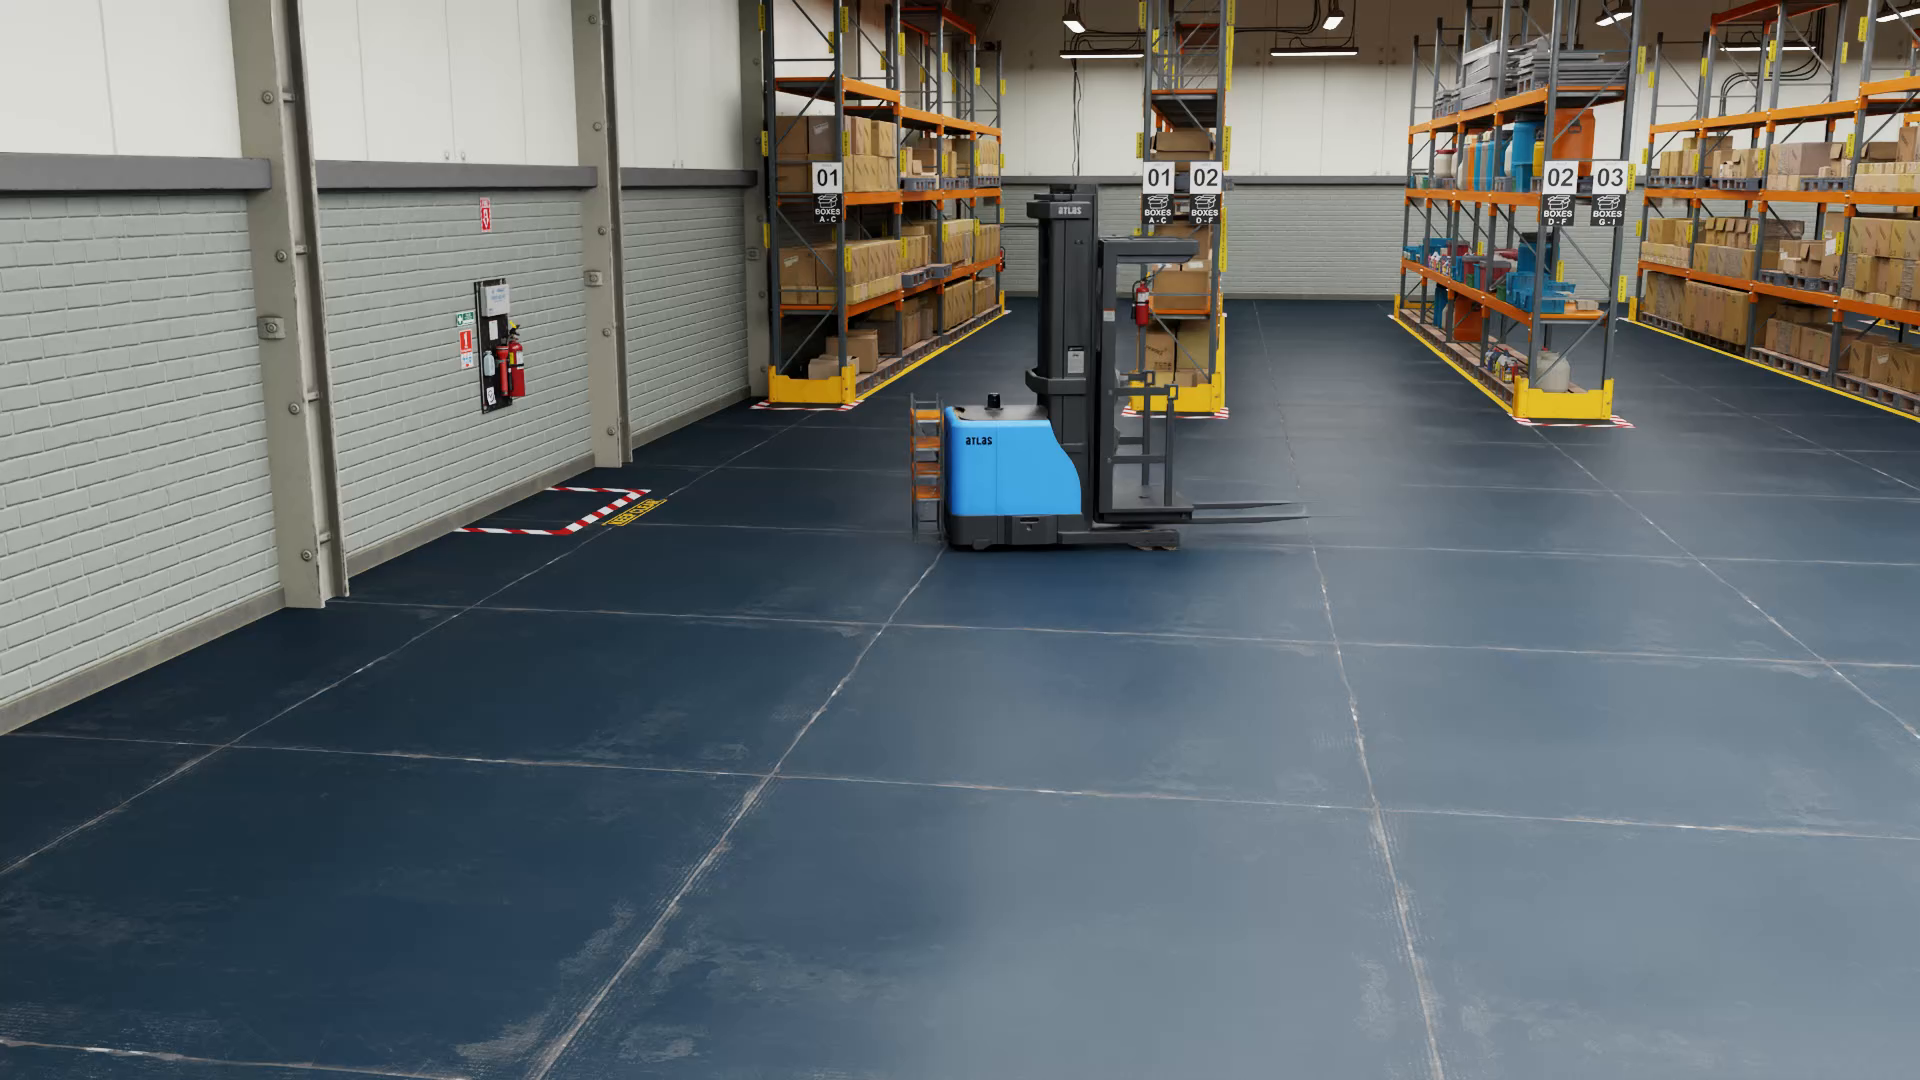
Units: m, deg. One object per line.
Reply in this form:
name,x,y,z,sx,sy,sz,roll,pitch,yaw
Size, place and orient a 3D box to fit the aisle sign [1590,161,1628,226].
aisle sign,8.025,-4.279,20.558,0.394,0.787,0.004,2,12,9

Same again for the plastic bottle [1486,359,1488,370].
plastic bottle,7.848,-2.618,24.619,0.097,0.201,0.097,0,12,0

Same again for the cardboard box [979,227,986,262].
cardboard box,0.020,-6.263,35.220,0.980,0.700,0.700,2,12,7

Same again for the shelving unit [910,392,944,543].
shelving unit,-0.278,-0.616,14.003,0.258,1.200,0.503,-1,12,-4

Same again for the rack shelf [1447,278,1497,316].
rack shelf,8.669,-3.930,26.817,1.077,0.370,4.000,2,12,9

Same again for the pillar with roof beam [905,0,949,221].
pillar with roof beam,3.310,-8.819,33.553,9.100,9.000,0.548,2,12,9

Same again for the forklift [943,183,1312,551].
forklift,1.393,-1.455,13.790,3.031,2.935,1.130,-1,12,-4

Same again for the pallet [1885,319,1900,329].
pallet,19.815,-4.474,34.253,1.003,0.211,1.213,2,12,9

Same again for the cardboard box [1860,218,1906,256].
cardboard box,12.860,-4.198,23.038,0.500,0.500,0.500,2,12,9

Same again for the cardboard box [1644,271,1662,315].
cardboard box,15.082,-5.234,35.205,0.875,0.875,0.875,2,12,9

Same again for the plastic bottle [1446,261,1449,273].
plastic bottle,8.719,-4.845,29.661,0.097,0.271,0.097,0,12,0

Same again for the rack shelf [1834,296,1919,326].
rack shelf,12.948,-2.937,22.209,1.077,0.370,4.000,2,12,9

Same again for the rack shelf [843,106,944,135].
rack shelf,-1.120,-6.988,27.717,1.077,0.370,4.000,2,12,9

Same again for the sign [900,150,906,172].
sign,-0.890,-5.889,25.854,0.100,0.325,0.005,2,12,9

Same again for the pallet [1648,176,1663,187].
pallet,14.998,-7.471,34.631,1.003,0.211,1.213,2,12,9

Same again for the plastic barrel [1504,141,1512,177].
plastic barrel,8.102,-5.508,24.051,0.421,0.512,0.421,0,12,0

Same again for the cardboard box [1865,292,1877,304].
cardboard box,12.755,-3.339,22.965,0.380,0.149,0.250,2,12,9

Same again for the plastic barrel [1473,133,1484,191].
plastic barrel,8.427,-5.962,26.228,0.600,0.901,0.708,2,12,9

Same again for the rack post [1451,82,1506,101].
rack post,9.048,-7.746,28.755,0.954,0.300,0.937,2,12,9

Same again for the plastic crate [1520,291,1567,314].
plastic crate,7.528,-3.074,21.490,0.499,0.251,0.616,2,12,9

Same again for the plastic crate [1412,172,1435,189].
plastic crate,9.701,-7.490,34.657,0.504,0.338,0.767,2,12,9

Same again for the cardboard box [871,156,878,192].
cardboard box,-1.489,-5.271,23.928,0.500,0.500,0.500,3,12,12

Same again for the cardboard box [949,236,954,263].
cardboard box,-0.395,-5.425,31.054,0.500,0.500,0.500,2,12,11

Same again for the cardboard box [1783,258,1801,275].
cardboard box,13.386,-4.328,26.316,0.500,0.250,0.500,2,12,7

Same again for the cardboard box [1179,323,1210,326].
cardboard box,3.388,-2.838,23.793,0.500,0.500,0.500,2,12,9

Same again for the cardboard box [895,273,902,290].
cardboard box,-1.201,-4.014,25.809,0.500,0.250,0.500,2,12,9

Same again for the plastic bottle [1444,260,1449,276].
plastic bottle,8.749,-4.886,29.849,0.097,0.271,0.097,0,12,0

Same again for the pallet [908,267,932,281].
pallet,-1.076,-4.512,28.264,1.003,0.211,1.213,2,12,9

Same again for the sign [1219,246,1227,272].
sign,3.400,-3.637,21.505,0.100,0.325,0.005,2,12,9

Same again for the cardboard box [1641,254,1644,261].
cardboard box,14.721,-6.017,35.389,0.380,0.149,0.250,2,12,9

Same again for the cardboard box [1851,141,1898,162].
cardboard box,13.426,-5.522,24.133,0.797,0.503,0.637,1,12,6

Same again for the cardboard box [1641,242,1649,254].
cardboard box,14.761,-6.184,35.217,0.500,0.250,0.500,2,12,7

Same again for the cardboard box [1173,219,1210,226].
cardboard box,3.021,-4.094,22.556,0.700,0.500,0.500,2,12,7

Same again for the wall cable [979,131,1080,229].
wall cable,1.641,-9.265,42.995,3.097,2.526,0.112,2,12,9

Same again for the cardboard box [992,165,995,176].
cardboard box,0.489,-8.062,36.285,0.500,0.250,0.500,1,12,7

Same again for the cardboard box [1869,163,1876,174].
cardboard box,12.928,-5.178,23.187,0.380,0.149,0.250,1,12,6

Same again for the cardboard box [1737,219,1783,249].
cardboard box,14.103,-5.364,29.145,0.797,0.503,0.637,2,12,10

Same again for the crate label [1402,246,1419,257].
crate label,9.844,-6.270,36.223,0.416,0.233,0.303,2,12,9

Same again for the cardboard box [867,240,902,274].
cardboard box,-1.194,-4.381,25.730,0.500,0.500,0.500,2,12,9

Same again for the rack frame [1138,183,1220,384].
rack frame,2.853,-3.194,21.694,1.000,3.000,0.127,2,12,9

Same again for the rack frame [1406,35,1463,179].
rack frame,10.207,-9.296,35.768,1.000,3.000,0.127,2,12,9

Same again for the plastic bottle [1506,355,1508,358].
plastic bottle,7.925,-2.558,24.175,0.097,0.271,0.097,0,12,0

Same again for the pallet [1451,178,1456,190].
pallet,9.191,-6.228,29.101,1.003,0.211,1.213,2,12,9

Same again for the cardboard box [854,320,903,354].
cardboard box,-1.330,-3.333,27.229,0.700,0.500,0.500,2,12,11

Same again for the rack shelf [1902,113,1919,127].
rack shelf,19.679,-8.184,32.325,1.077,0.370,4.000,2,12,9

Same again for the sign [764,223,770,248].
sign,-2.588,-4.096,22.383,0.100,0.325,0.005,2,12,9

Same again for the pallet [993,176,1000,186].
pallet,0.315,-7.953,36.865,1.003,0.211,1.213,2,12,9

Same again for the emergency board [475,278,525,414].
emergency board,-4.130,-1.765,15.064,0.194,1.169,0.643,2,12,9

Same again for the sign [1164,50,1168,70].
sign,3.546,-8.303,28.755,0.100,0.325,0.005,2,12,9

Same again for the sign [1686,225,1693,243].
sign,13.938,-5.850,31.775,0.100,0.325,0.005,2,12,9
